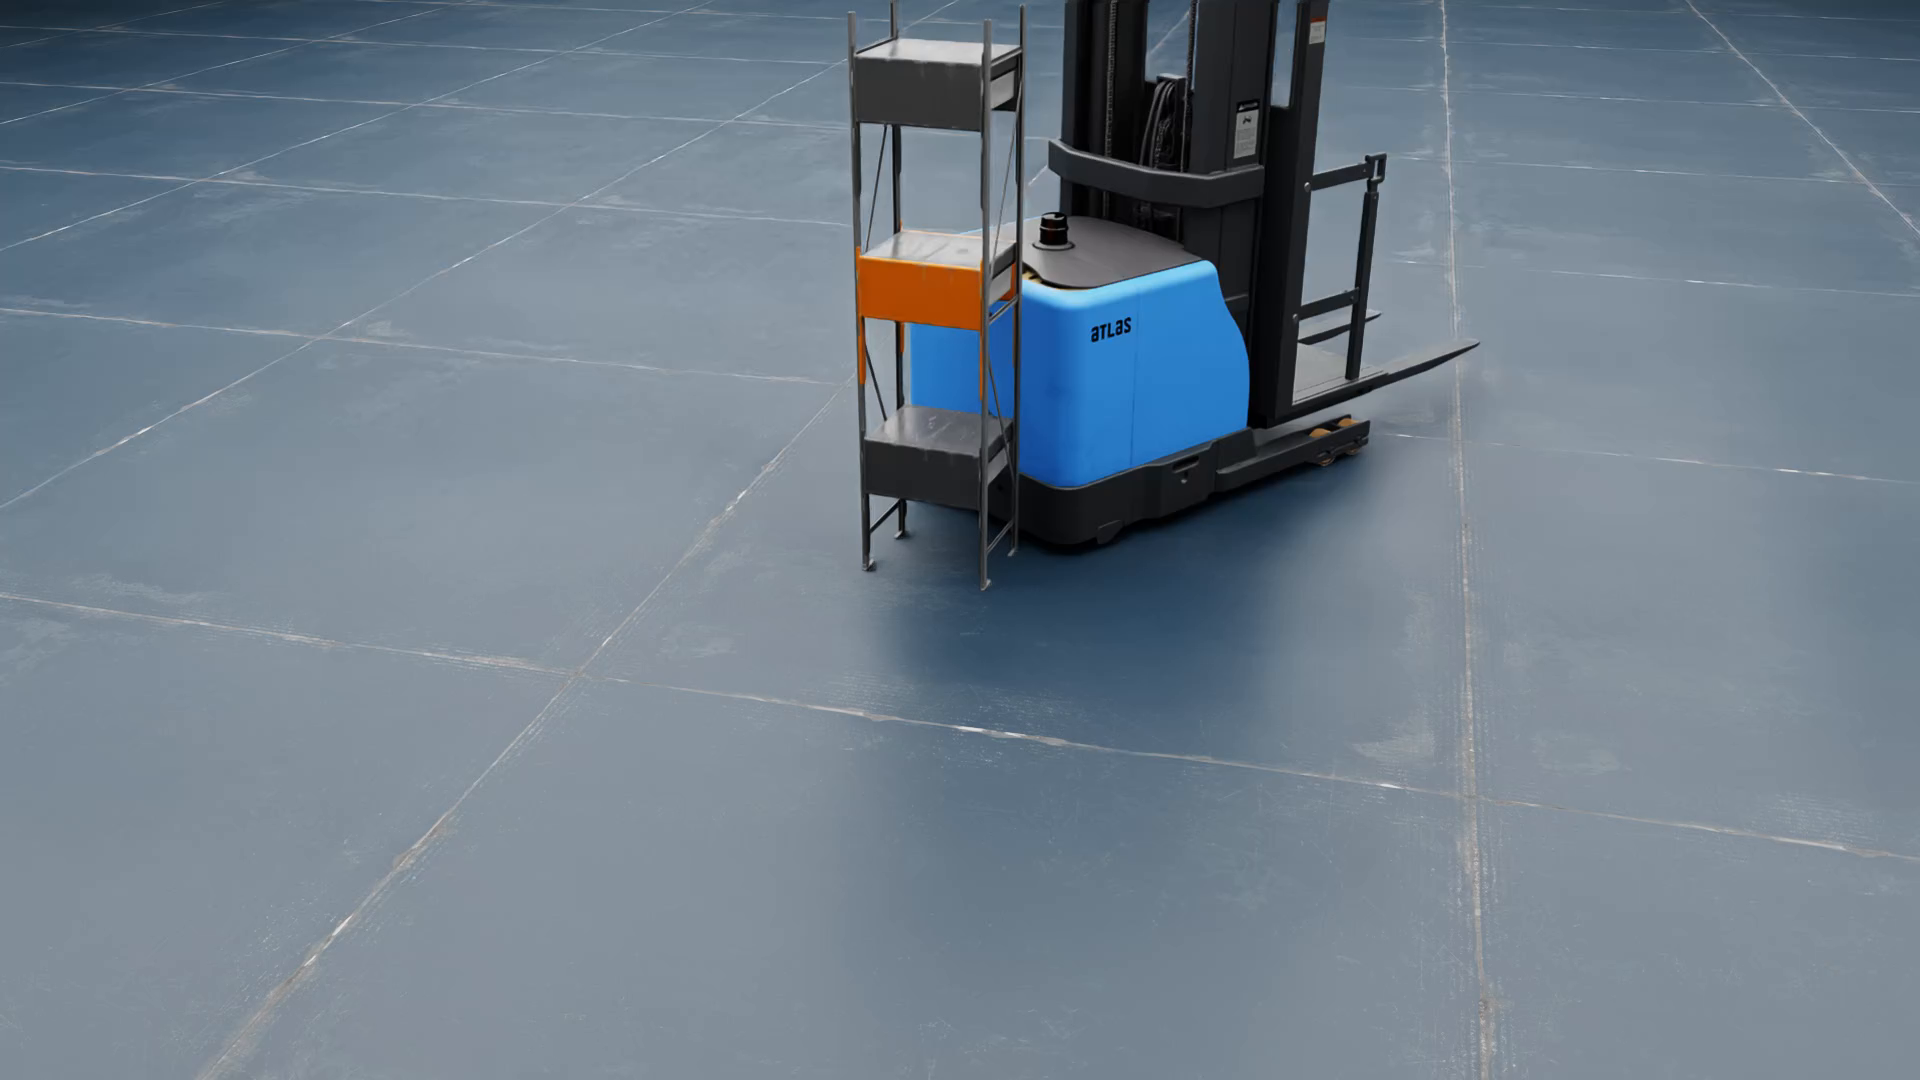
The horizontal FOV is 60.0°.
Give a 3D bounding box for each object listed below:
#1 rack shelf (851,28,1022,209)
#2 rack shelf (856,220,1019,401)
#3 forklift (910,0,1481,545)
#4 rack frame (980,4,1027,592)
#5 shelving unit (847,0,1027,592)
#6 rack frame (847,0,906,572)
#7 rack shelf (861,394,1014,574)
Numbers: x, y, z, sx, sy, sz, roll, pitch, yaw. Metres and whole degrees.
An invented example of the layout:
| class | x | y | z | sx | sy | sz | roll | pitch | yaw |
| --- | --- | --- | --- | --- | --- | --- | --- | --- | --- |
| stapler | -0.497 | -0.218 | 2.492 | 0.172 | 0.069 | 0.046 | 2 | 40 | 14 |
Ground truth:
| class | x | y | z | sx | sy | sz | roll | pitch | yaw |
| --- | --- | --- | --- | --- | --- | --- | --- | --- | --- |
| rack shelf | -0.074 | -1.487 | 5.834 | 0.480 | 0.518 | 0.431 | 9 | 27 | 19 |
| rack shelf | -0.074 | -0.855 | 6.135 | 0.480 | 0.518 | 0.431 | 9 | 27 | 19 |
| forklift | 1.231 | -1.810 | 7.142 | 3.031 | 2.935 | 1.130 | -20 | 32 | -35 |
| rack frame | 0.155 | -0.830 | 6.051 | 0.015 | 2.100 | 0.400 | 9 | 27 | 19 |
| shelving unit | -0.074 | -0.867 | 6.129 | 0.503 | 2.100 | 0.431 | 9 | 27 | 19 |
| rack frame | -0.302 | -0.904 | 6.207 | 0.015 | 2.100 | 0.400 | 9 | 27 | 19 |
| rack shelf | -0.074 | -0.223 | 6.436 | 0.480 | 0.518 | 0.431 | 9 | 27 | 19 |
